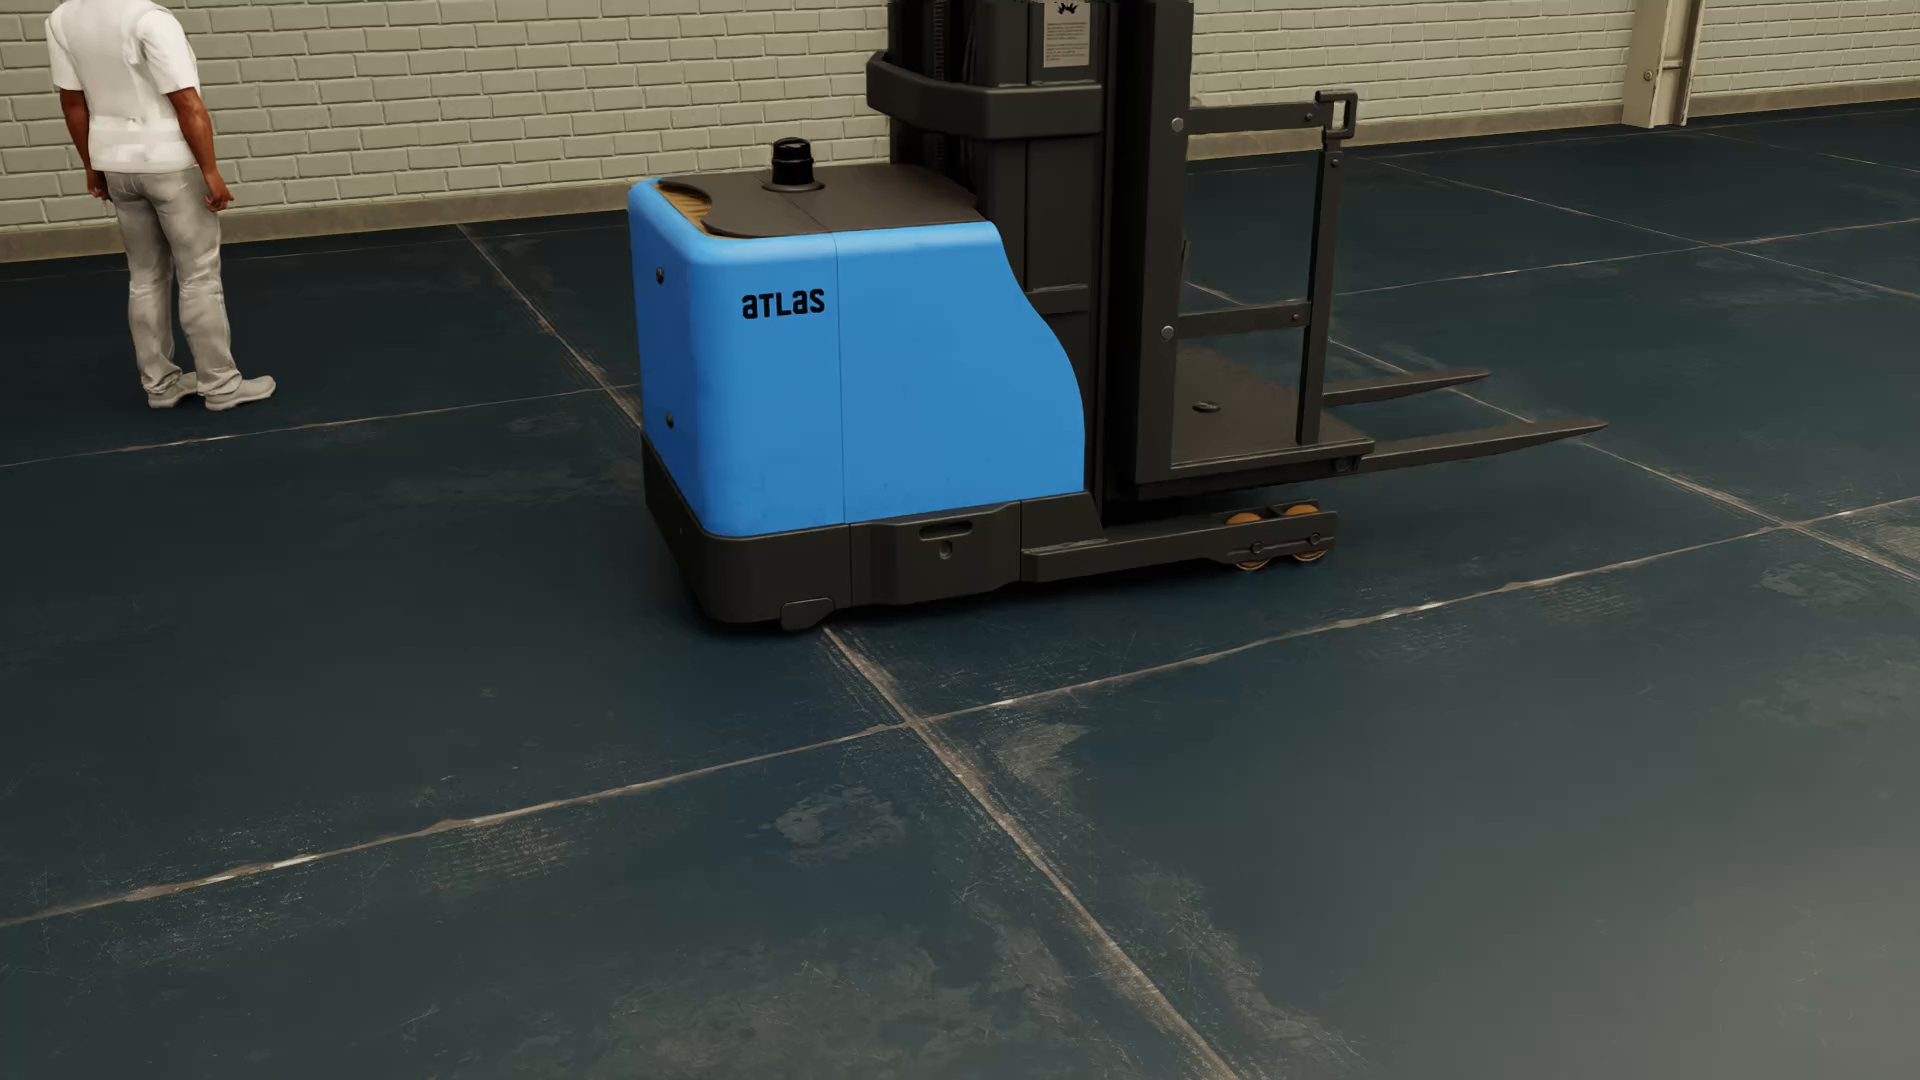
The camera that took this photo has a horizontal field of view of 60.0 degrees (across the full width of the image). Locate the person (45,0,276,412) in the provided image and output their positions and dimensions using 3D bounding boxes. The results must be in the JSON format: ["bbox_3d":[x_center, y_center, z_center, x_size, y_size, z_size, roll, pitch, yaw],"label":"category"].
[{"bbox_3d":[-2.922,-1.354,6.064,0.585,1.771,0.375,6,23,15],"label":"person"}]

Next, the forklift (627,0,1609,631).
[{"bbox_3d":[0.590,-1.445,4.766,3.031,2.935,1.130,-8,24,-19],"label":"forklift"}]
